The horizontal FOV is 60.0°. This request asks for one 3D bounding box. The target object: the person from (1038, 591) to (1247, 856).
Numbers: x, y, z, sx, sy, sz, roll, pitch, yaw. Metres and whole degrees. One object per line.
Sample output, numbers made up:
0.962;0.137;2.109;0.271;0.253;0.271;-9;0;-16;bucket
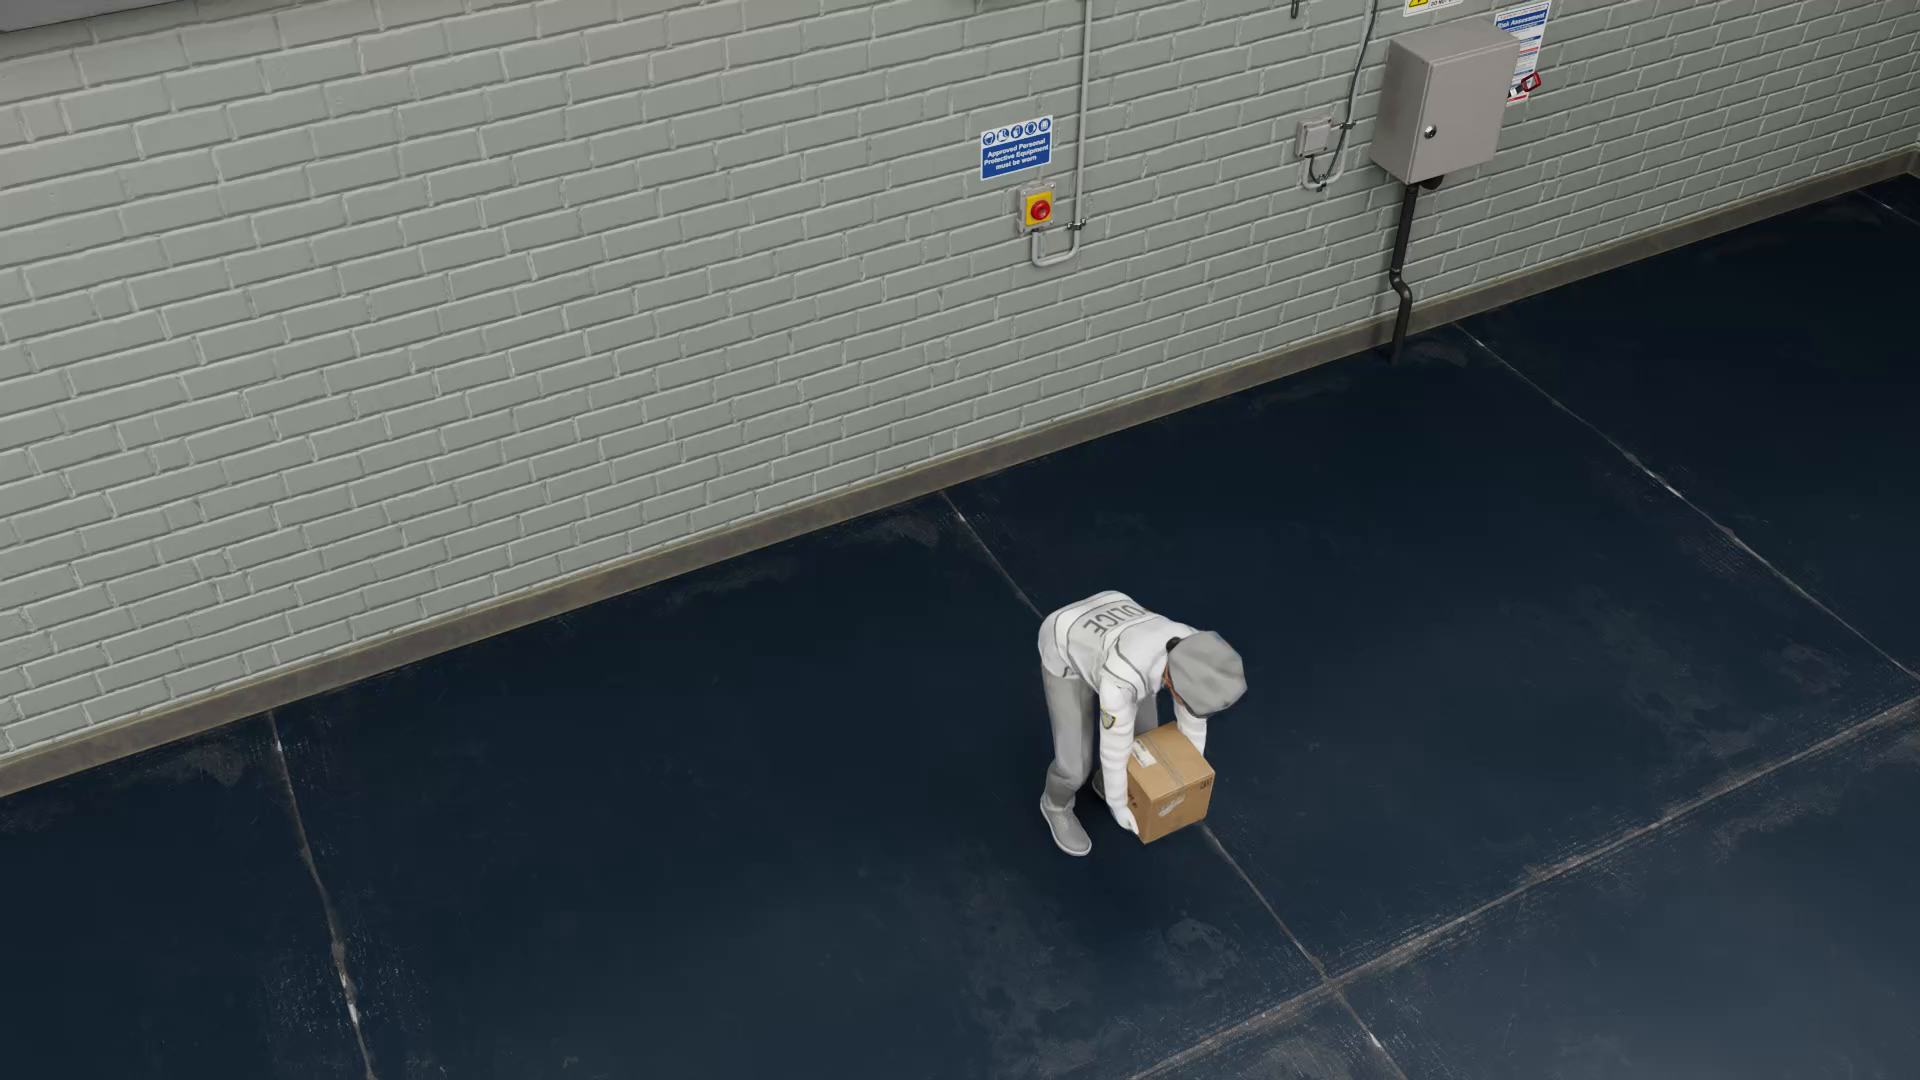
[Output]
0.594;0.663;5.668;0.417;1.327;0.858;-20;45;-22;person
